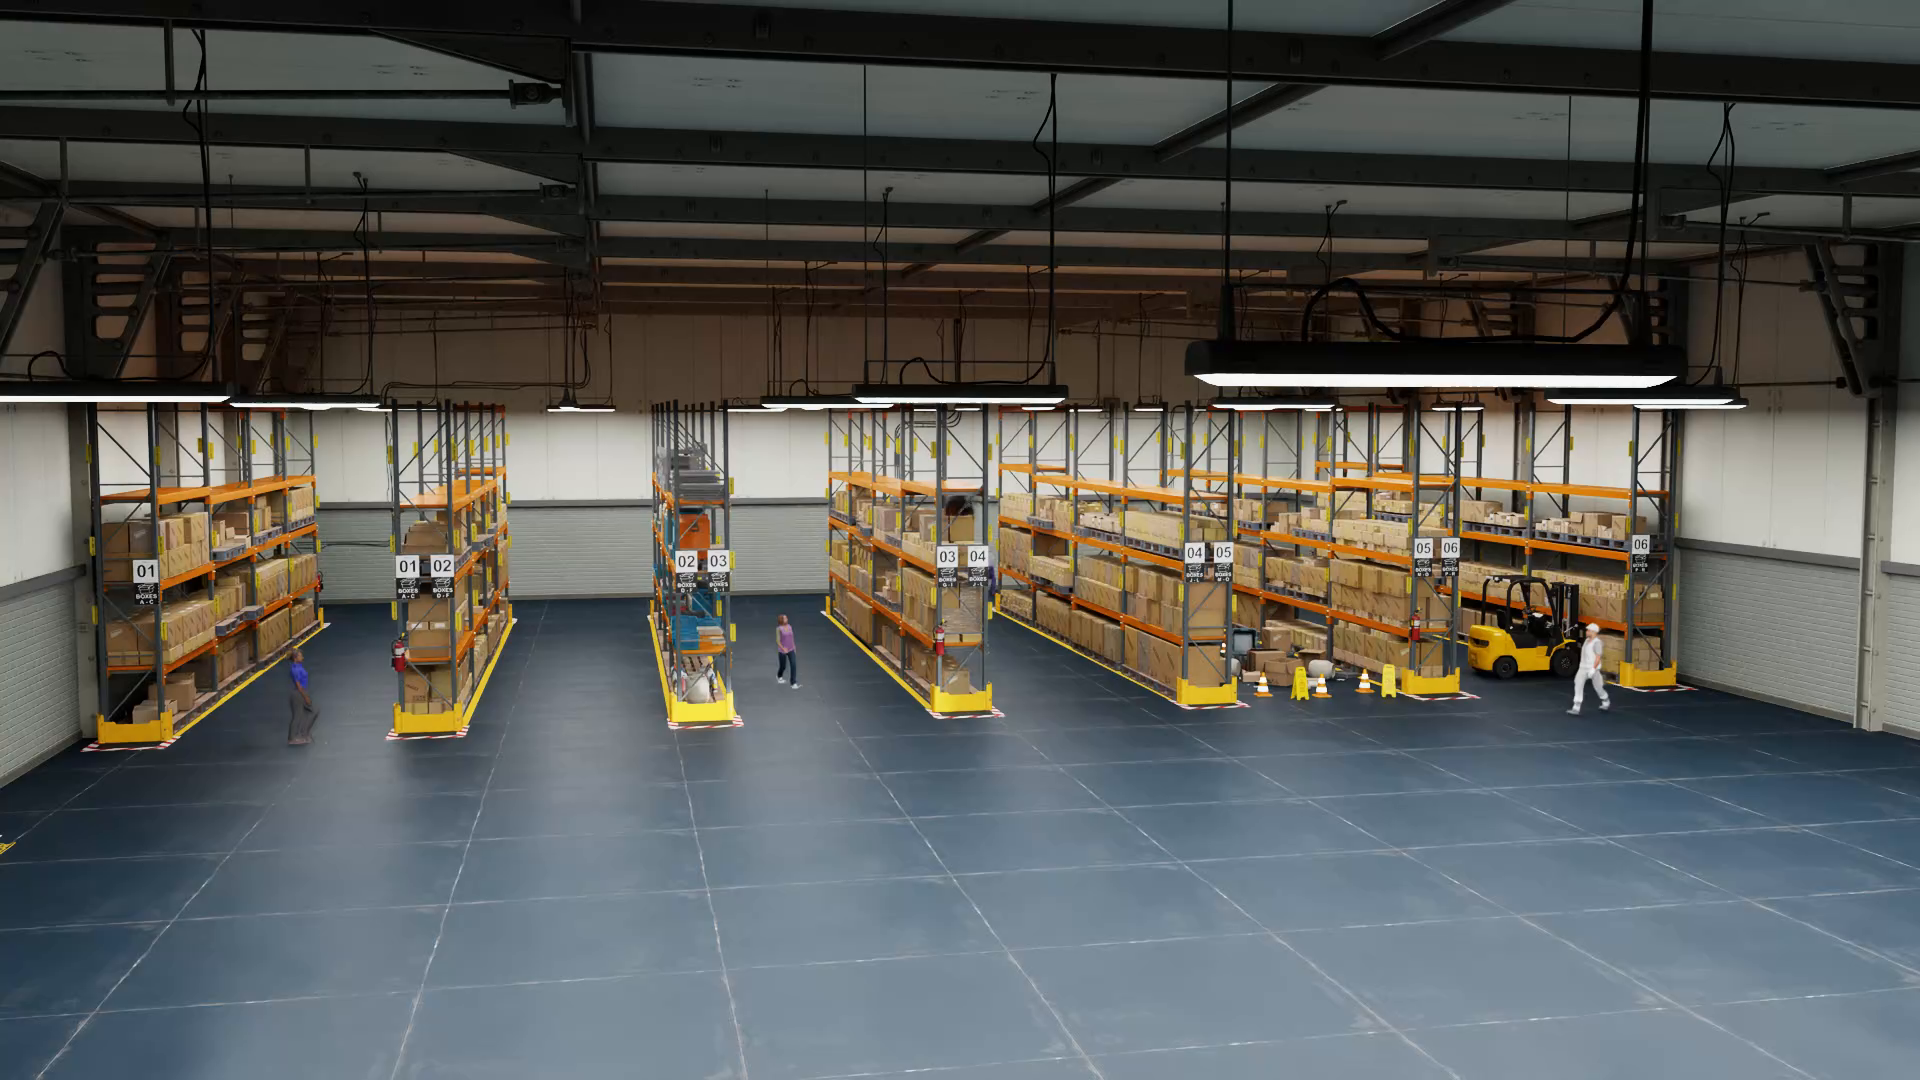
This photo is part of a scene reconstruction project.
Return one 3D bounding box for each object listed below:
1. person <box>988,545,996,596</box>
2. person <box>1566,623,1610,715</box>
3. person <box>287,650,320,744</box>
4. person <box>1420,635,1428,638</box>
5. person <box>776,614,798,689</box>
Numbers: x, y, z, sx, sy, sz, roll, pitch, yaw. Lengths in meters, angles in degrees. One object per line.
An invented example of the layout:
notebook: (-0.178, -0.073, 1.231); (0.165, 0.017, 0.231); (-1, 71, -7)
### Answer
person: (0.859, 0.955, 52.406); (0.757, 1.623, 0.487); (2, 5, 23)
person: (12.033, 2.462, 31.701); (1.096, 1.743, 0.491); (-4, 6, -42)
person: (-11.400, 2.732, 28.775); (0.495, 1.680, 0.450); (0, 4, -2)
person: (10.694, 2.043, 38.392); (0.346, 1.627, 0.469); (1, 4, 9)
person: (-3.656, 2.321, 34.874); (0.482, 1.536, 0.839); (-2, 5, -22)
